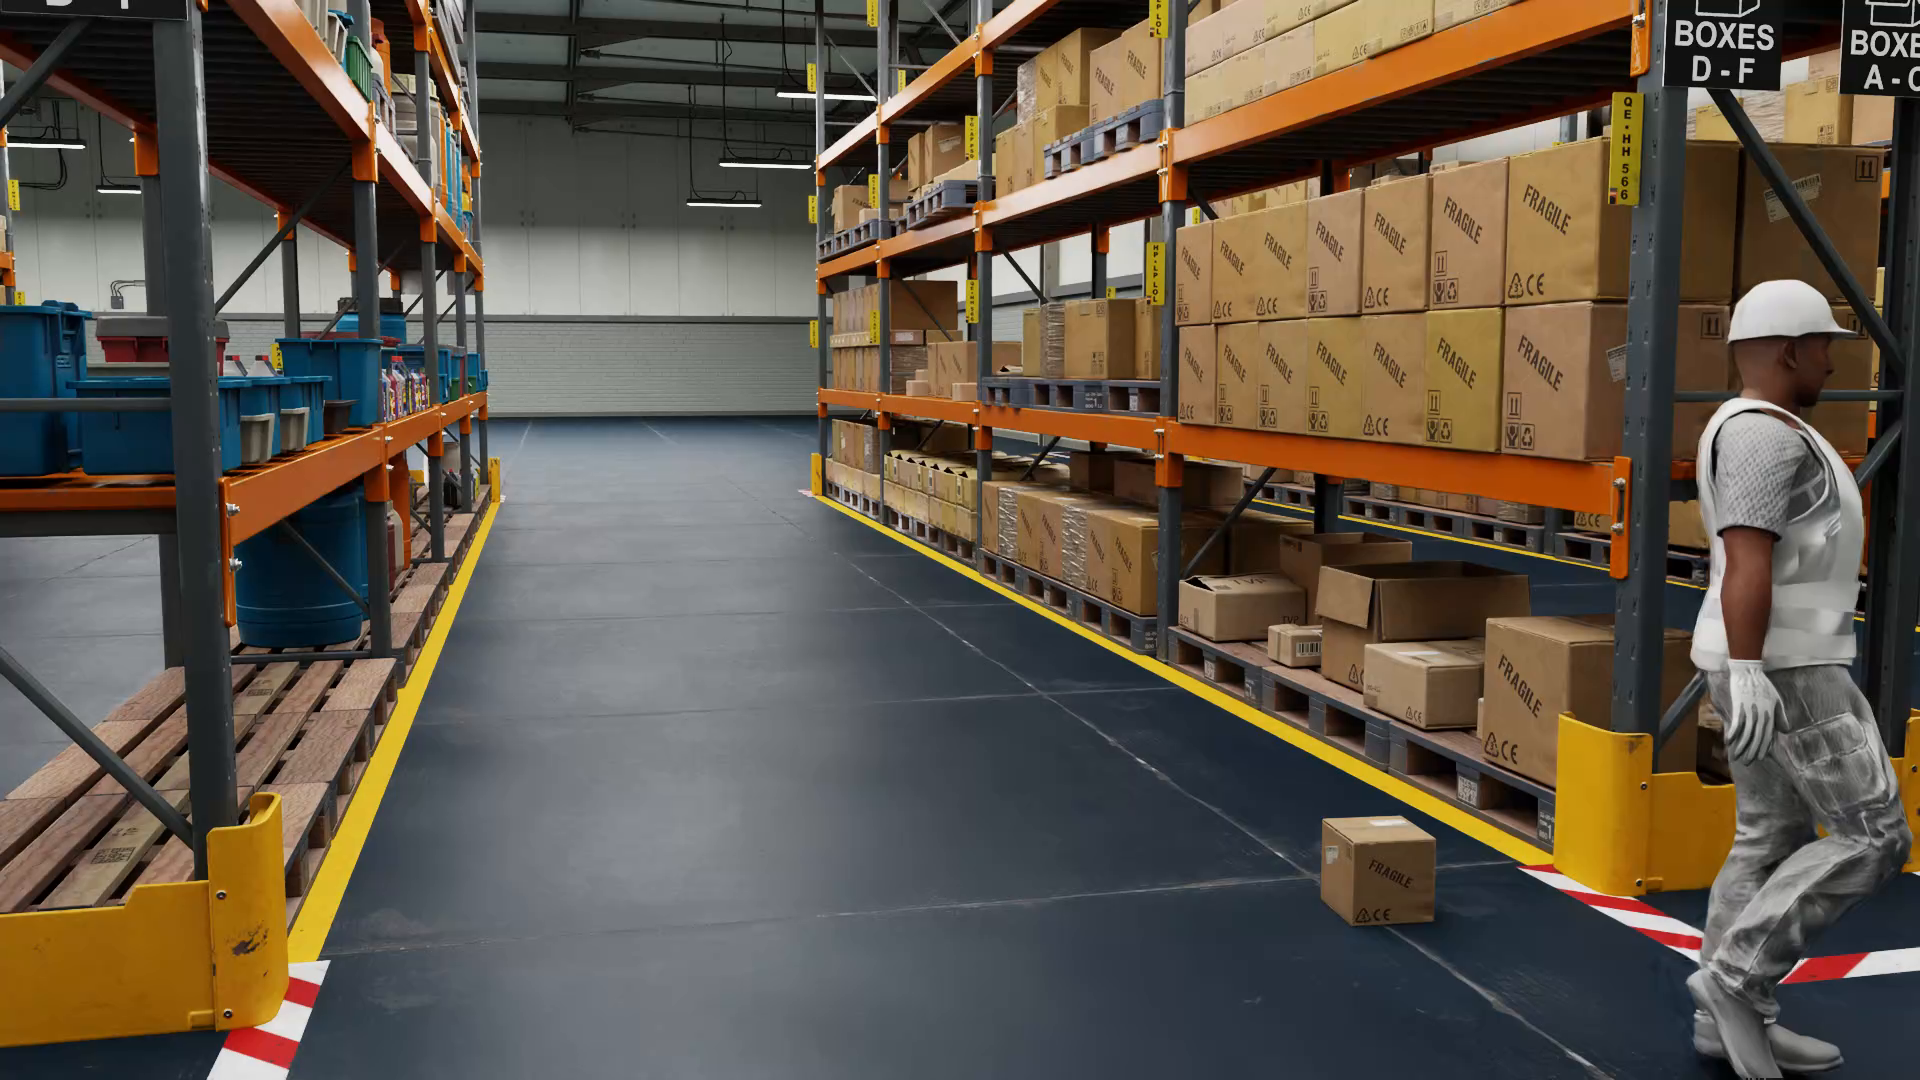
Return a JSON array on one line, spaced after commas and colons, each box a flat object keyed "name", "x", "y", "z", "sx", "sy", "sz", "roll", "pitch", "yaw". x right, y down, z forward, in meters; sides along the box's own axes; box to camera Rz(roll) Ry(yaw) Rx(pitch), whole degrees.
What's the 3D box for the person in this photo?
[{"name": "person", "x": 1.881, "y": 0.310, "z": 3.737, "sx": 0.449, "sy": 1.782, "sz": 0.644, "roll": 2, "pitch": 7, "yaw": 22}]
